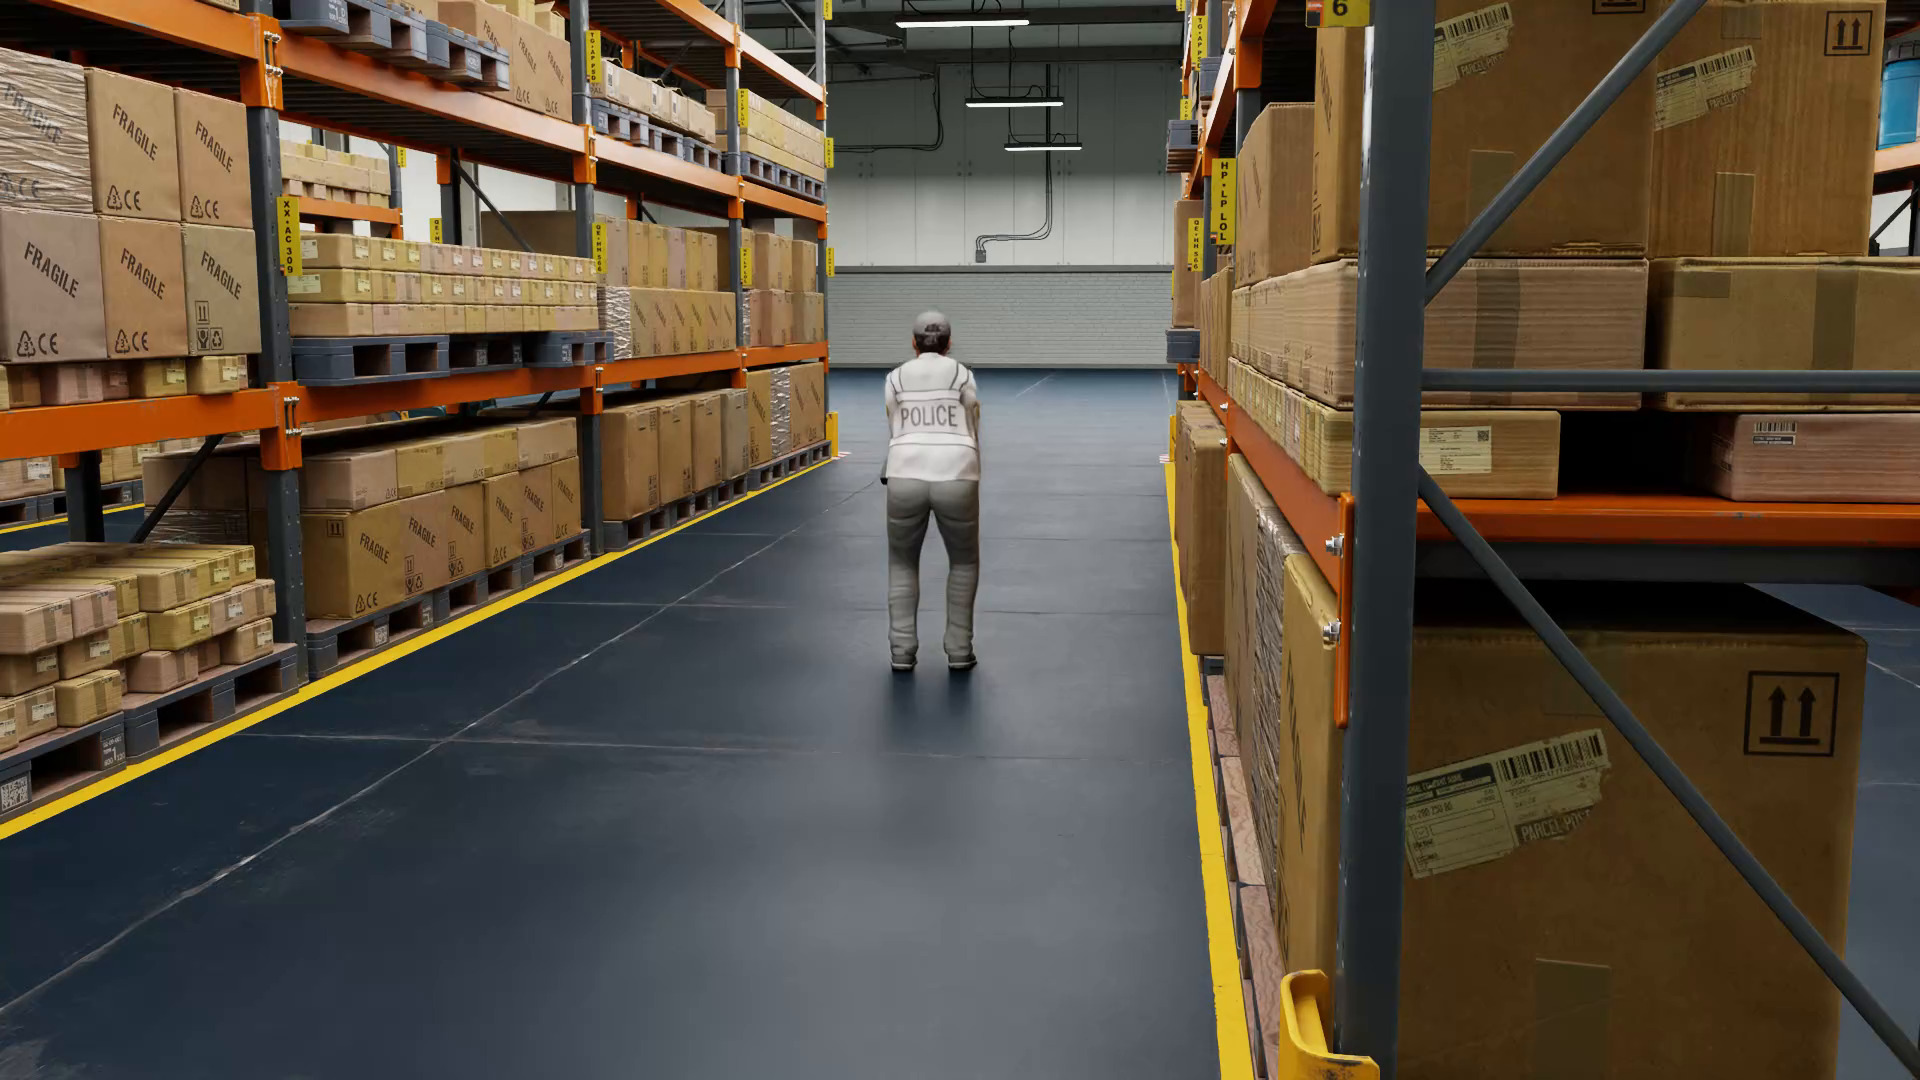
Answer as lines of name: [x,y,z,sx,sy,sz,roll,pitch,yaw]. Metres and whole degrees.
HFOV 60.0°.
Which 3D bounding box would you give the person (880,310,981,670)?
person: [-0.123,-0.226,7.600,0.452,1.638,0.581,1,8,5]
